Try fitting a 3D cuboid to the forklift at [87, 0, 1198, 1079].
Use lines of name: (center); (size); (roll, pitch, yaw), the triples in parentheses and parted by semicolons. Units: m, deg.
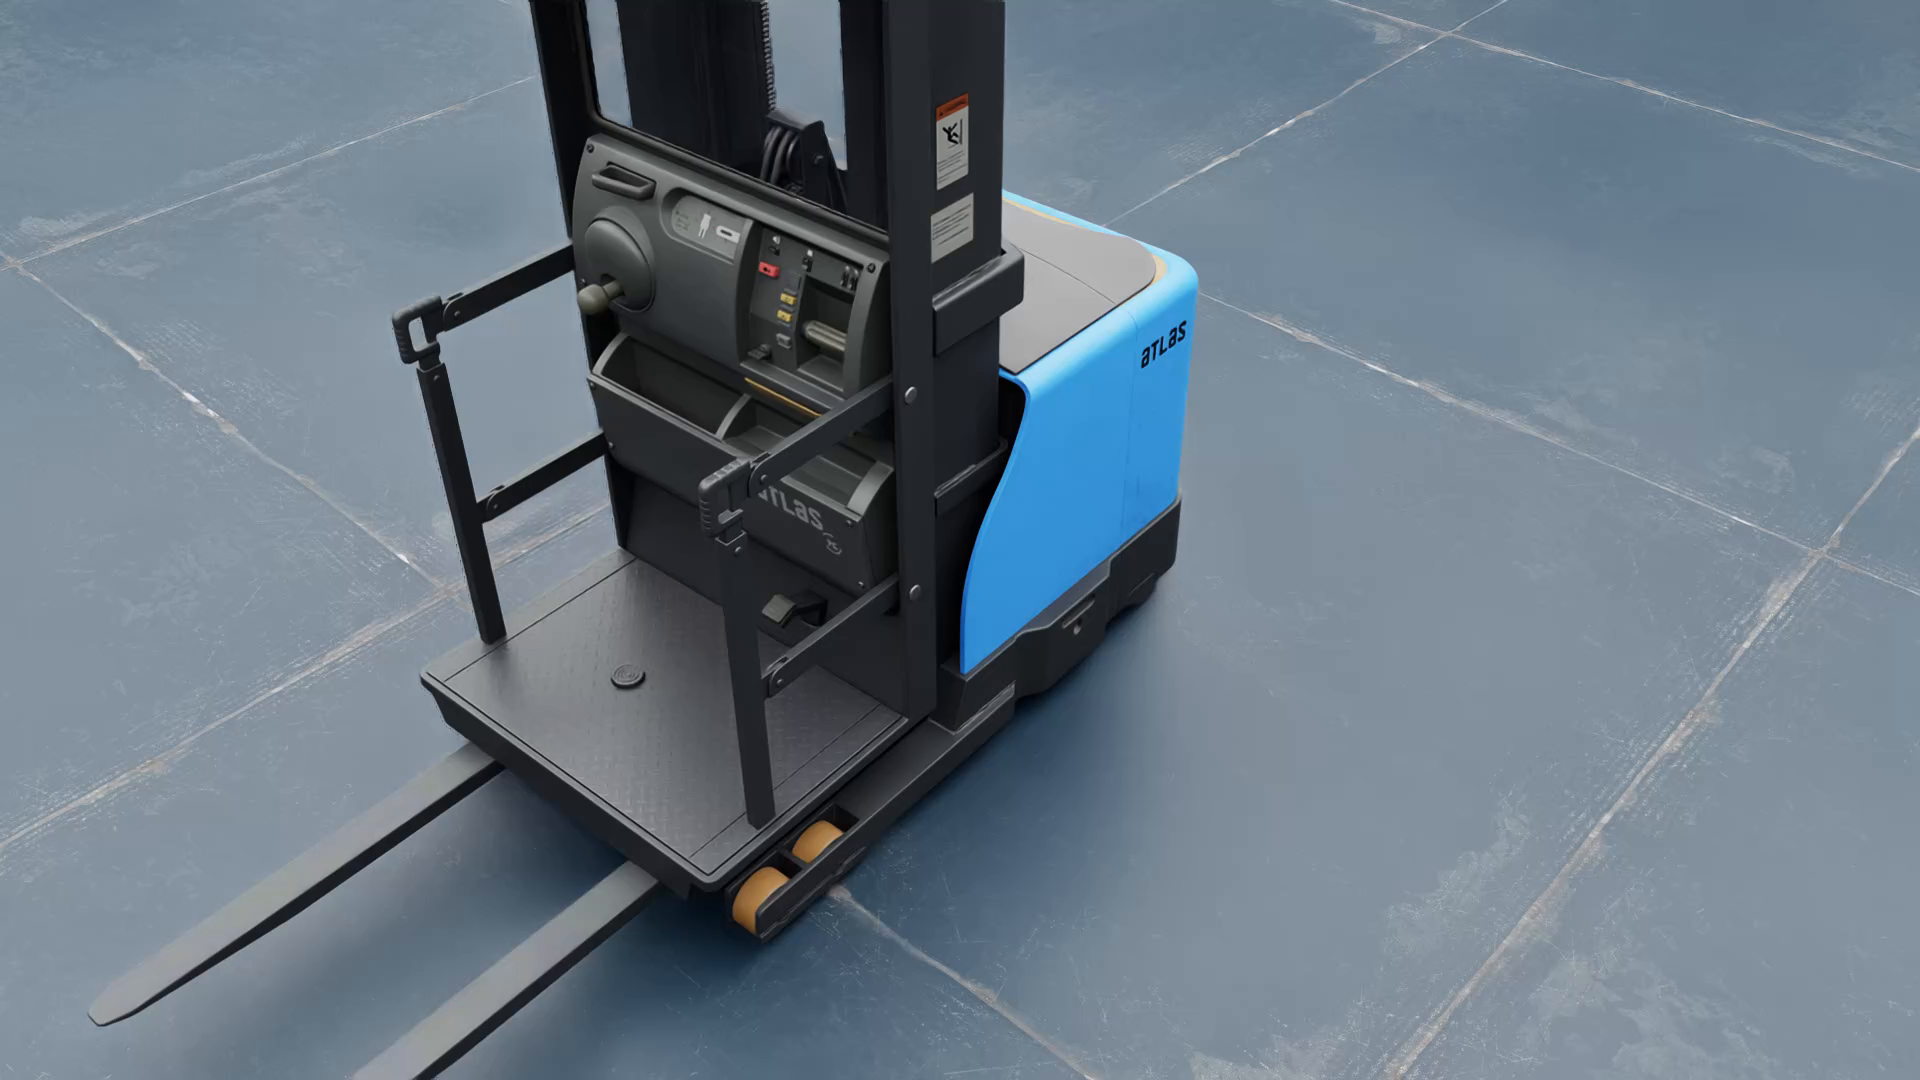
forklift: (-0.671, -0.540, 3.575); (1.130, 2.935, 3.031); (27, 46, 30)
